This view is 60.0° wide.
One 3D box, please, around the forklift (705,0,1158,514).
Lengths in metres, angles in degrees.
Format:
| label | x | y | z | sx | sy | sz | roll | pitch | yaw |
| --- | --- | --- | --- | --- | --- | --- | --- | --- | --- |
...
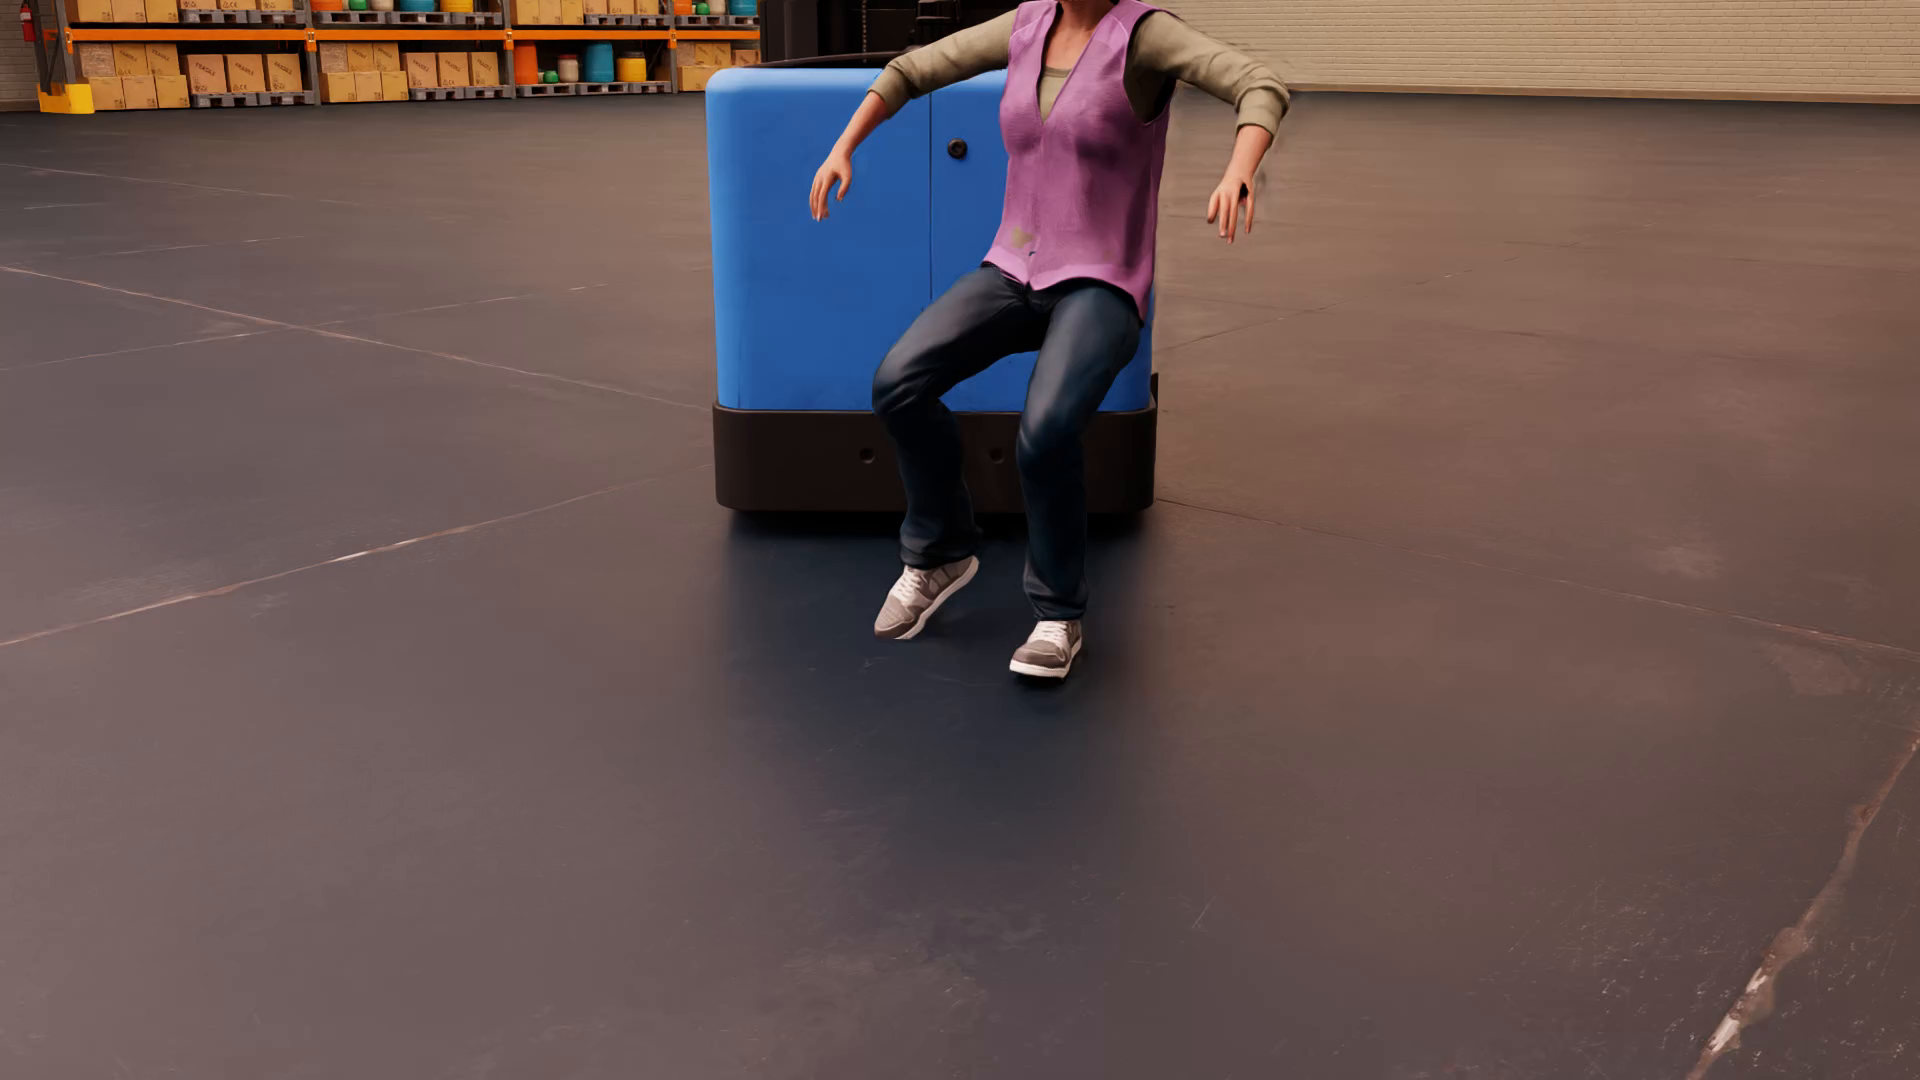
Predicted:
| label | x | y | z | sx | sy | sz | roll | pitch | yaw |
| --- | --- | --- | --- | --- | --- | --- | --- | --- | --- |
| forklift | -0.024 | -1.838 | 4.949 | 1.130 | 2.935 | 3.031 | 0 | 17 | 1 |

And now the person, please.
| label | x | y | z | sx | sy | sz | roll | pitch | yaw |
| --- | --- | --- | --- | --- | --- | --- | --- | --- | --- |
| person | 0.167 | -0.479 | 3.099 | 0.922 | 1.449 | 0.553 | 12 | 20 | 34 |
